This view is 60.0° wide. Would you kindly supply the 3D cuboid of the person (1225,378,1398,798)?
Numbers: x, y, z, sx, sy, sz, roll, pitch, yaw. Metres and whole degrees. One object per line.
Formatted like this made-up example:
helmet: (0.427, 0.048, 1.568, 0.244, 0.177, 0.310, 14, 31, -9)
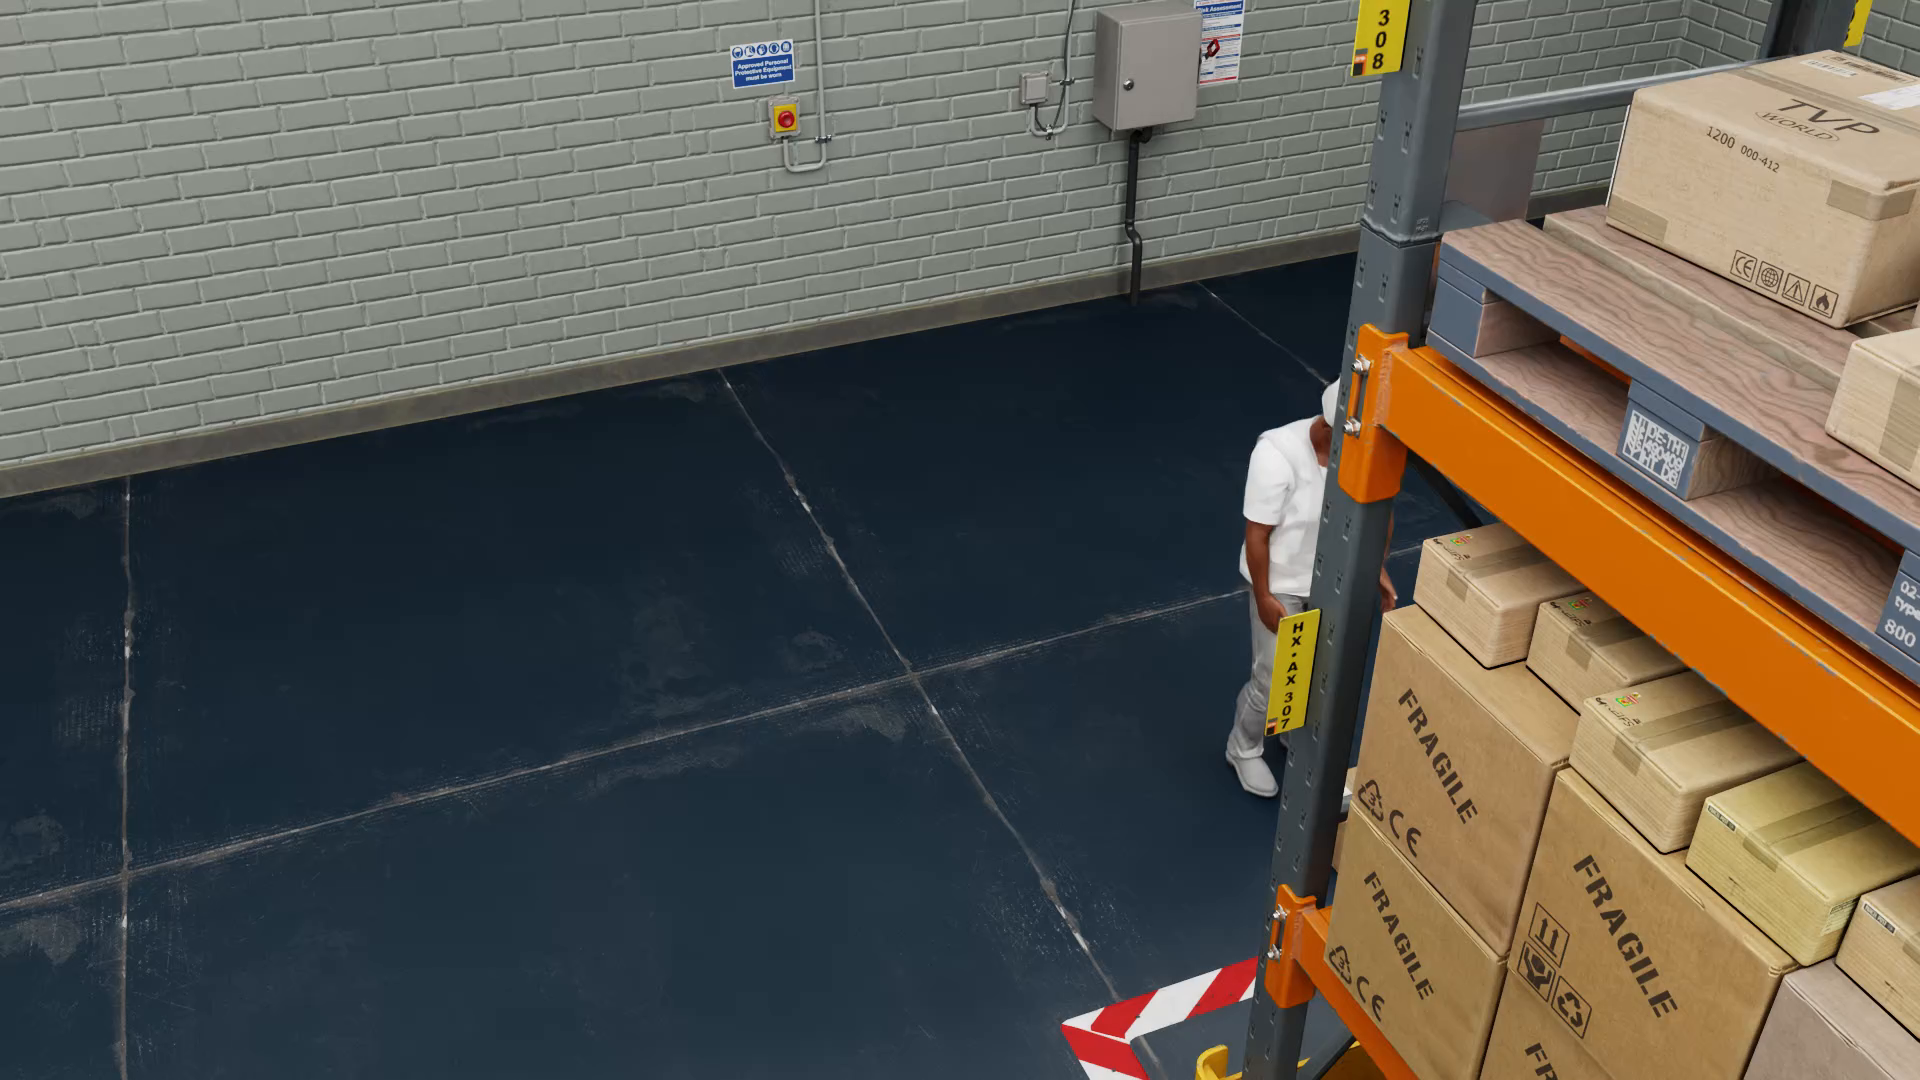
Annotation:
person: (1.264, 0.148, 5.939, 0.591, 1.717, 0.453, -12, 35, -18)
